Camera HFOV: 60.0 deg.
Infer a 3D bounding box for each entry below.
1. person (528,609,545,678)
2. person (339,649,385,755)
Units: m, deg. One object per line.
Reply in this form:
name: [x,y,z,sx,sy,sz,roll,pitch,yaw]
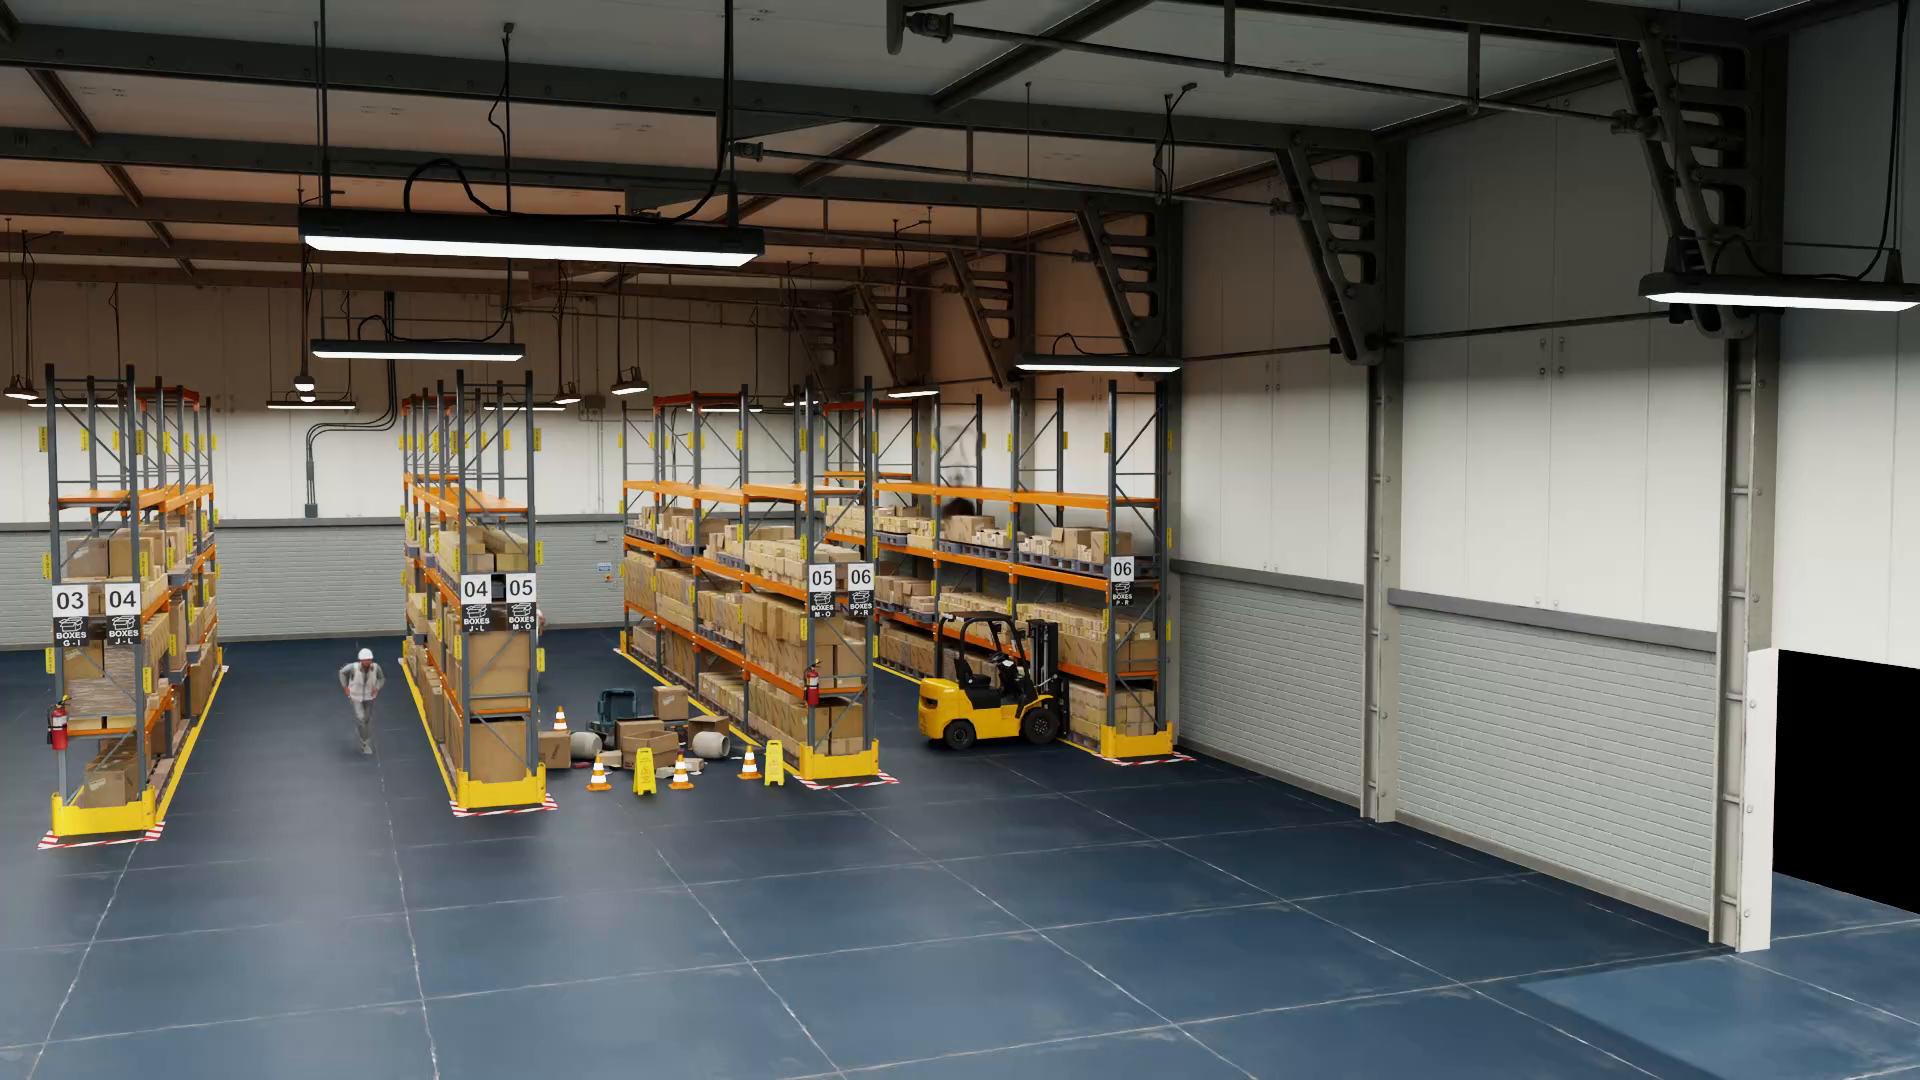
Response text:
person: [-9.093,2.095,35.053,0.663,1.789,1.069,-2,4,-27]
person: [-9.734,2.596,27.058,0.697,1.731,1.050,-2,4,-28]
